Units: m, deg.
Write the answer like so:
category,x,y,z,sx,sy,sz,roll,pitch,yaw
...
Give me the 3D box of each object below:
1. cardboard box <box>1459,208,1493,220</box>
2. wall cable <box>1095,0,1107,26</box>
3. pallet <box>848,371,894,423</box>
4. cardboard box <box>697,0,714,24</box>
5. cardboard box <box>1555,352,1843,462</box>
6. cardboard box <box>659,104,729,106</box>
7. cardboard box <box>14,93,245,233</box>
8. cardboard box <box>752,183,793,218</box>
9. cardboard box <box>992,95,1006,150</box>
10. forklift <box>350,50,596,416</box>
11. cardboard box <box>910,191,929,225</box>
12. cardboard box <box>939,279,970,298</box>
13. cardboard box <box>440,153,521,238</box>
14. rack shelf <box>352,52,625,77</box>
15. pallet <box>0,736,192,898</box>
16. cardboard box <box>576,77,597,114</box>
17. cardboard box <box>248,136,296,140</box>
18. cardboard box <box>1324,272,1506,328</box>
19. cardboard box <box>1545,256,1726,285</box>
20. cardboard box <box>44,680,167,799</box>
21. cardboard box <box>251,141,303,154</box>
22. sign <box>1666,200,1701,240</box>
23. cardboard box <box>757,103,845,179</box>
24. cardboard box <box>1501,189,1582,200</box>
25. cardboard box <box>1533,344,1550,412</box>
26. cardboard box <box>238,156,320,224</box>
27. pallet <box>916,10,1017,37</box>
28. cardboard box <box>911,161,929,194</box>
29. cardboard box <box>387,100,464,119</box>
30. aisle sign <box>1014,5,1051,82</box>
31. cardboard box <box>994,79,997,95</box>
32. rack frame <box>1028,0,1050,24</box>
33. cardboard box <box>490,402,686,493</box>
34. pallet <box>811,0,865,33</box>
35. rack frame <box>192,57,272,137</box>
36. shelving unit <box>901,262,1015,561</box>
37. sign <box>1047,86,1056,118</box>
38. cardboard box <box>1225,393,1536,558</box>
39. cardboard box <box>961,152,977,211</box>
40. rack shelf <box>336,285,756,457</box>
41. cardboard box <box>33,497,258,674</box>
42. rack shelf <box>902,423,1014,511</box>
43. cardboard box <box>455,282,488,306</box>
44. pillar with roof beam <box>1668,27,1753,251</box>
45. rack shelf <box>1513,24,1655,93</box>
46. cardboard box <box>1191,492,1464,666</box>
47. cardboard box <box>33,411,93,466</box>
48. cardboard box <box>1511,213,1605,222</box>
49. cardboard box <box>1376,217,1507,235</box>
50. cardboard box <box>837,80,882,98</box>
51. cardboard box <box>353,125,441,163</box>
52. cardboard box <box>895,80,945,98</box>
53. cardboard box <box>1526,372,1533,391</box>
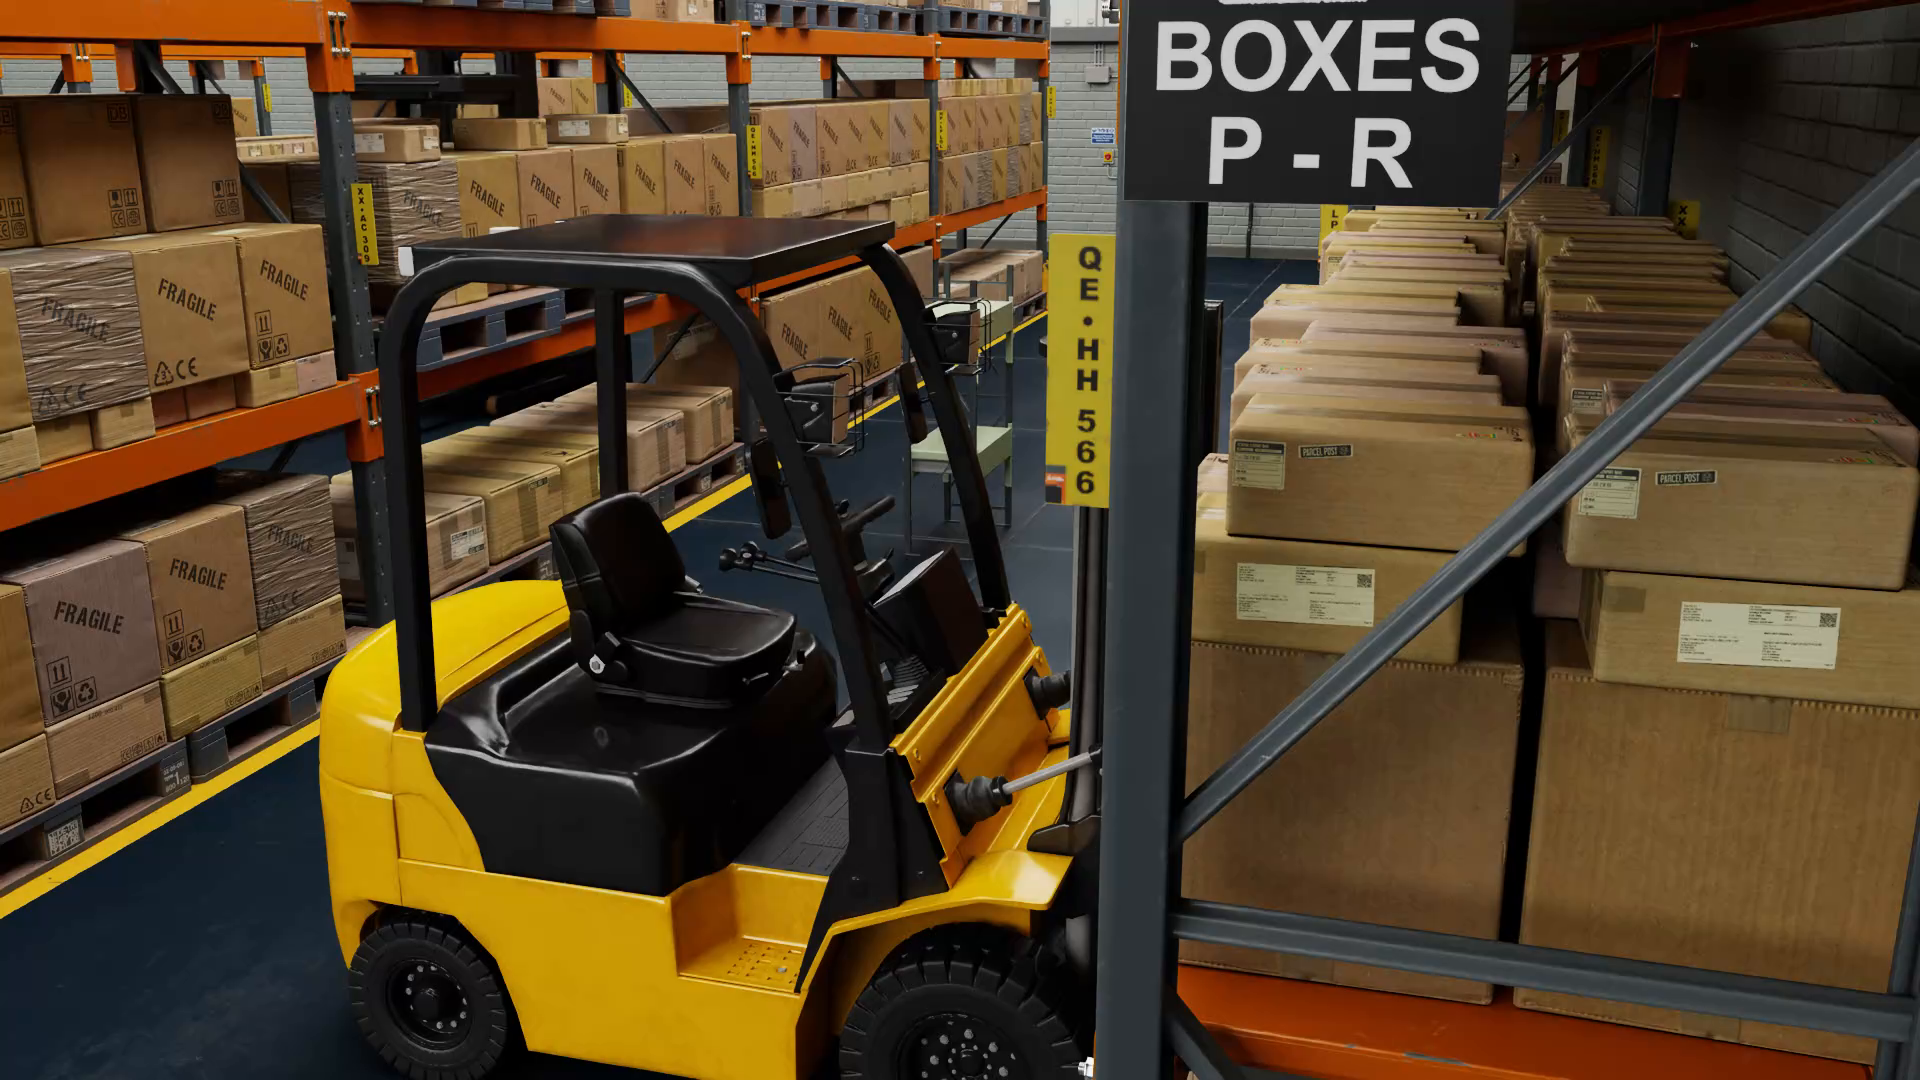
category,x,y,z,sx,sy,sz,roll,pitch,yaw
cardboard box,2.231,-1.460,7.607,0.380,0.149,0.250,5,16,16
wall cable,1.802,-8.447,22.620,0.463,3.000,0.029,5,16,16
pallet,-1.173,-1.135,12.945,1.003,0.211,1.213,5,16,16
cardboard box,-1.706,-3.182,10.013,0.380,0.149,0.250,5,16,16
cardboard box,1.137,-0.192,2.591,0.380,0.149,0.250,5,17,17
cardboard box,-1.784,-2.778,11.610,0.500,0.500,0.500,5,17,17
cardboard box,-3.288,-1.486,6.509,0.700,0.500,0.500,4,16,15
cardboard box,-1.437,-2.240,11.088,0.500,0.250,0.500,5,16,15
cardboard box,0.138,-4.036,16.046,0.500,0.500,0.500,5,16,15
forklift,-3.904,-2.472,12.674,1.130,2.935,3.031,5,17,18
cardboard box,-0.567,-2.796,13.963,0.500,0.250,0.500,4,16,15
cardboard box,-0.400,-2.130,15.267,0.875,0.438,0.875,4,16,15
cardboard box,-2.405,-1.536,7.751,0.500,0.500,0.500,5,16,16
rack shelf,-4.887,-4.982,17.219,1.077,0.370,4.000,5,16,16
pallet,-3.456,0.929,5.669,1.003,0.211,1.213,5,16,16
cardboard box,-4.211,-4.942,18.694,0.500,0.500,0.500,4,16,15
cardboard box,-6.158,-3.522,14.849,0.380,0.149,0.250,5,17,16
cardboard box,0.999,-0.496,3.665,0.380,0.149,0.250,5,17,17
cardboard box,1.610,-0.591,4.000,0.380,0.149,0.250,4,16,15
cardboard box,-3.156,0.657,5.784,0.500,0.250,0.500,5,17,17
cardboard box,-5.754,-3.268,13.956,0.380,0.149,0.250,4,16,13
sign,2.338,-0.940,5.413,0.100,0.325,0.005,5,16,16
cardboard box,-1.150,-2.862,11.907,0.500,0.500,0.500,5,17,17
cardboard box,2.944,-1.693,8.430,0.380,0.149,0.250,5,16,16
cardboard box,1.523,-0.381,3.802,0.380,0.149,0.250,4,16,14
cardboard box,-3.043,-1.443,7.424,0.500,0.500,0.500,4,16,15
pallet,-0.090,-4.936,15.902,1.003,0.211,1.213,5,16,16
cardboard box,-0.573,-3.039,13.904,0.500,0.250,0.500,5,16,16
cardboard box,-5.094,-4.133,15.844,0.500,0.500,0.500,5,17,17
aisle sign,0.773,-5.297,17.742,0.394,0.787,0.004,5,16,16
cardboard box,0.143,-4.378,16.062,0.380,0.149,0.250,5,17,18
rack frame,0.456,-6.937,17.296,1.000,3.000,0.127,5,16,16
cardboard box,-2.190,-0.555,9.836,0.950,0.372,0.625,4,16,15
pallet,-1.371,-3.776,11.993,1.003,0.211,1.213,5,17,18
rack frame,-9.046,-4.820,20.824,1.000,3.000,0.127,5,16,16
shelving unit,-0.002,-0.720,9.119,0.431,1.500,0.755,5,16,16
sign,0.972,-4.676,17.763,0.100,0.325,0.005,5,16,16
cardboard box,0.568,-0.094,2.248,0.380,0.149,0.250,5,16,16
cardboard box,-0.150,-3.286,15.236,0.500,0.500,0.500,5,17,16
rack shelf,-2.386,-1.089,8.989,1.077,0.370,4.000,5,16,16
cardboard box,-3.008,0.157,6.173,0.500,0.500,0.500,5,17,17
rack shelf,-0.002,-0.406,9.208,0.431,0.370,0.720,5,16,16
cardboard box,-2.415,-1.177,7.675,0.380,0.149,0.250,5,17,17
pillar with roof beam,-0.692,-4.383,8.292,9.100,9.000,0.400,5,16,16
rack shelf,2.374,-2.148,7.226,1.077,0.370,4.000,5,16,16
cardboard box,0.499,0.046,2.297,0.380,0.149,0.250,5,17,17
cardboard box,-3.141,-0.352,5.535,0.380,0.149,0.250,4,16,15
cardboard box,2.524,-1.293,7.018,0.380,0.149,0.250,4,16,15
cardboard box,1.460,-0.894,5.066,0.380,0.149,0.250,5,17,17
cardboard box,-0.899,-3.951,14.558,0.380,0.149,0.250,4,16,15
cardboard box,-2.482,-1.713,7.183,0.380,0.149,0.250,5,16,16
cardboard box,-0.343,-3.908,14.407,0.380,0.149,0.250,4,16,15
cardboard box,1.656,-0.173,4.260,0.500,0.500,0.500,4,16,14
